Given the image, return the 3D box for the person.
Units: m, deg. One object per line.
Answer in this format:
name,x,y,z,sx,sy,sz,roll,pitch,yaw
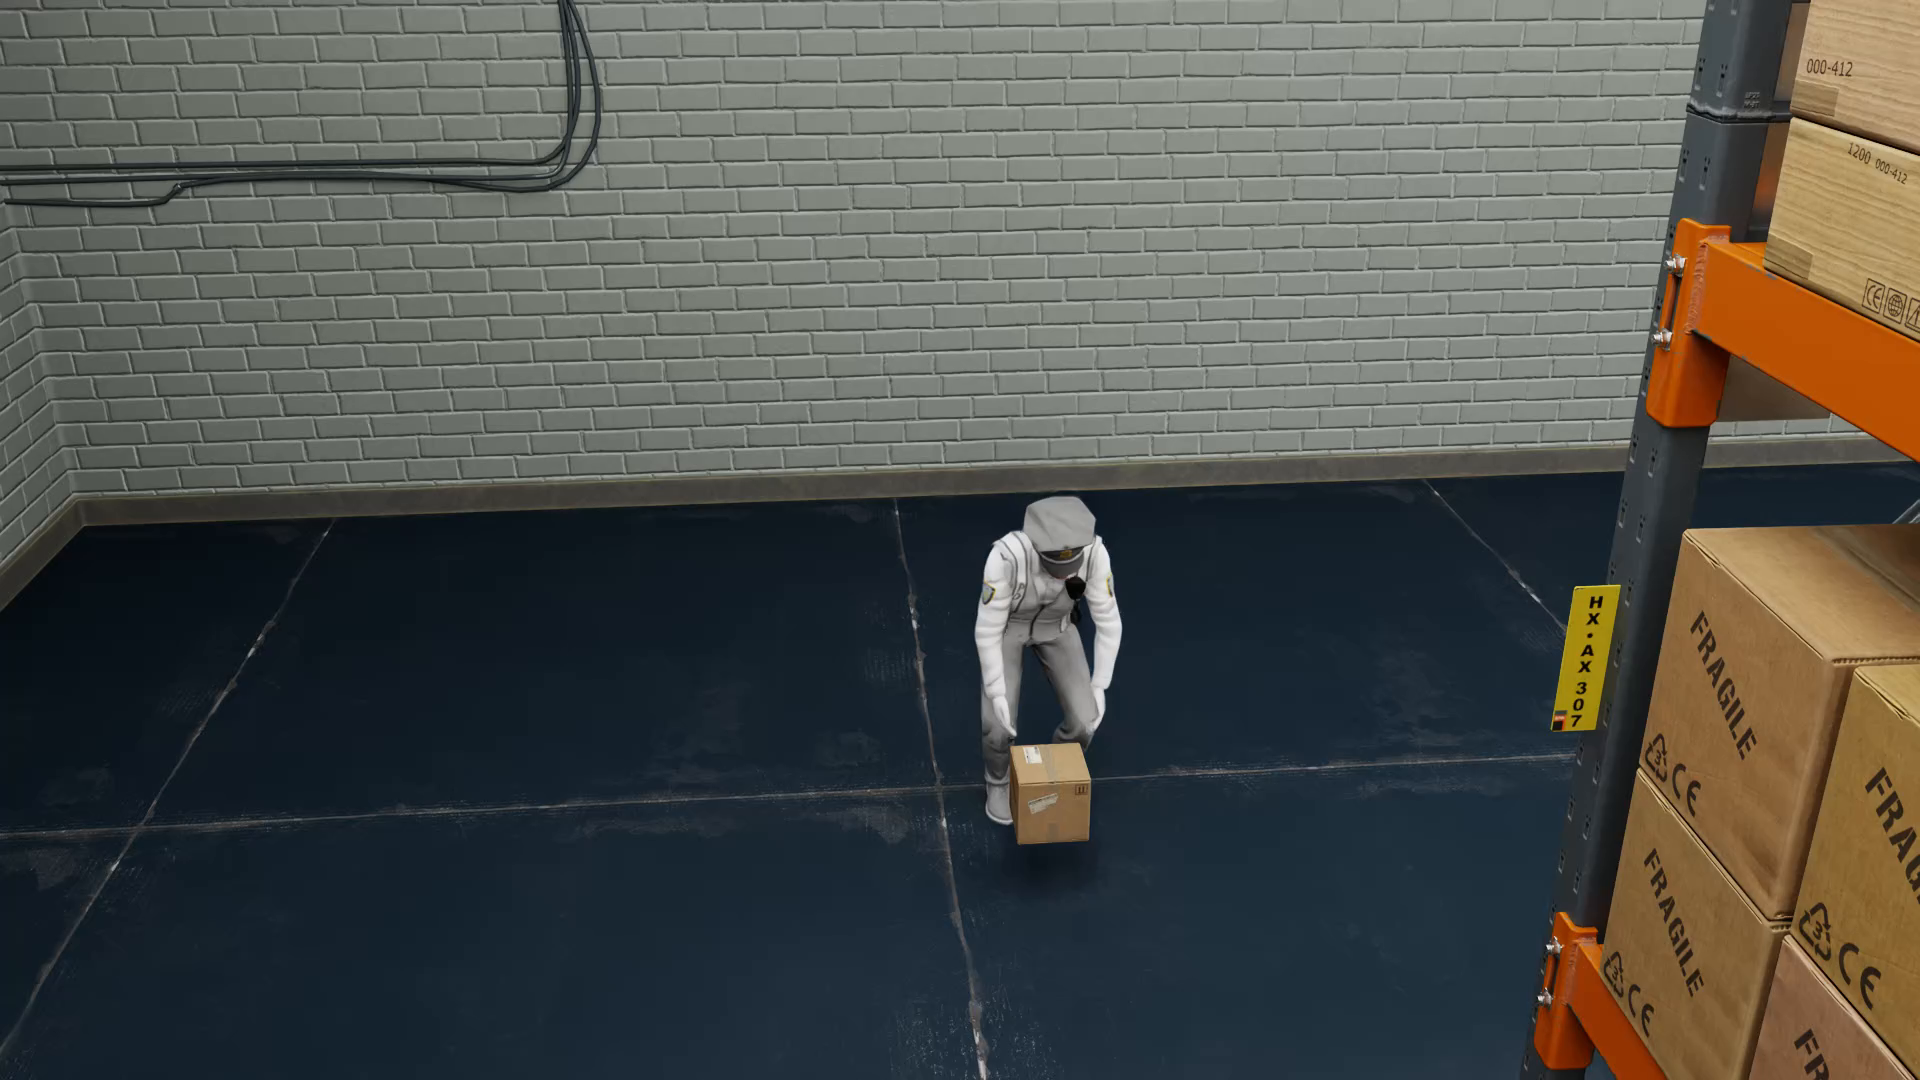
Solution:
person,0.310,0.413,6.067,0.535,1.349,0.723,-2,24,-5
